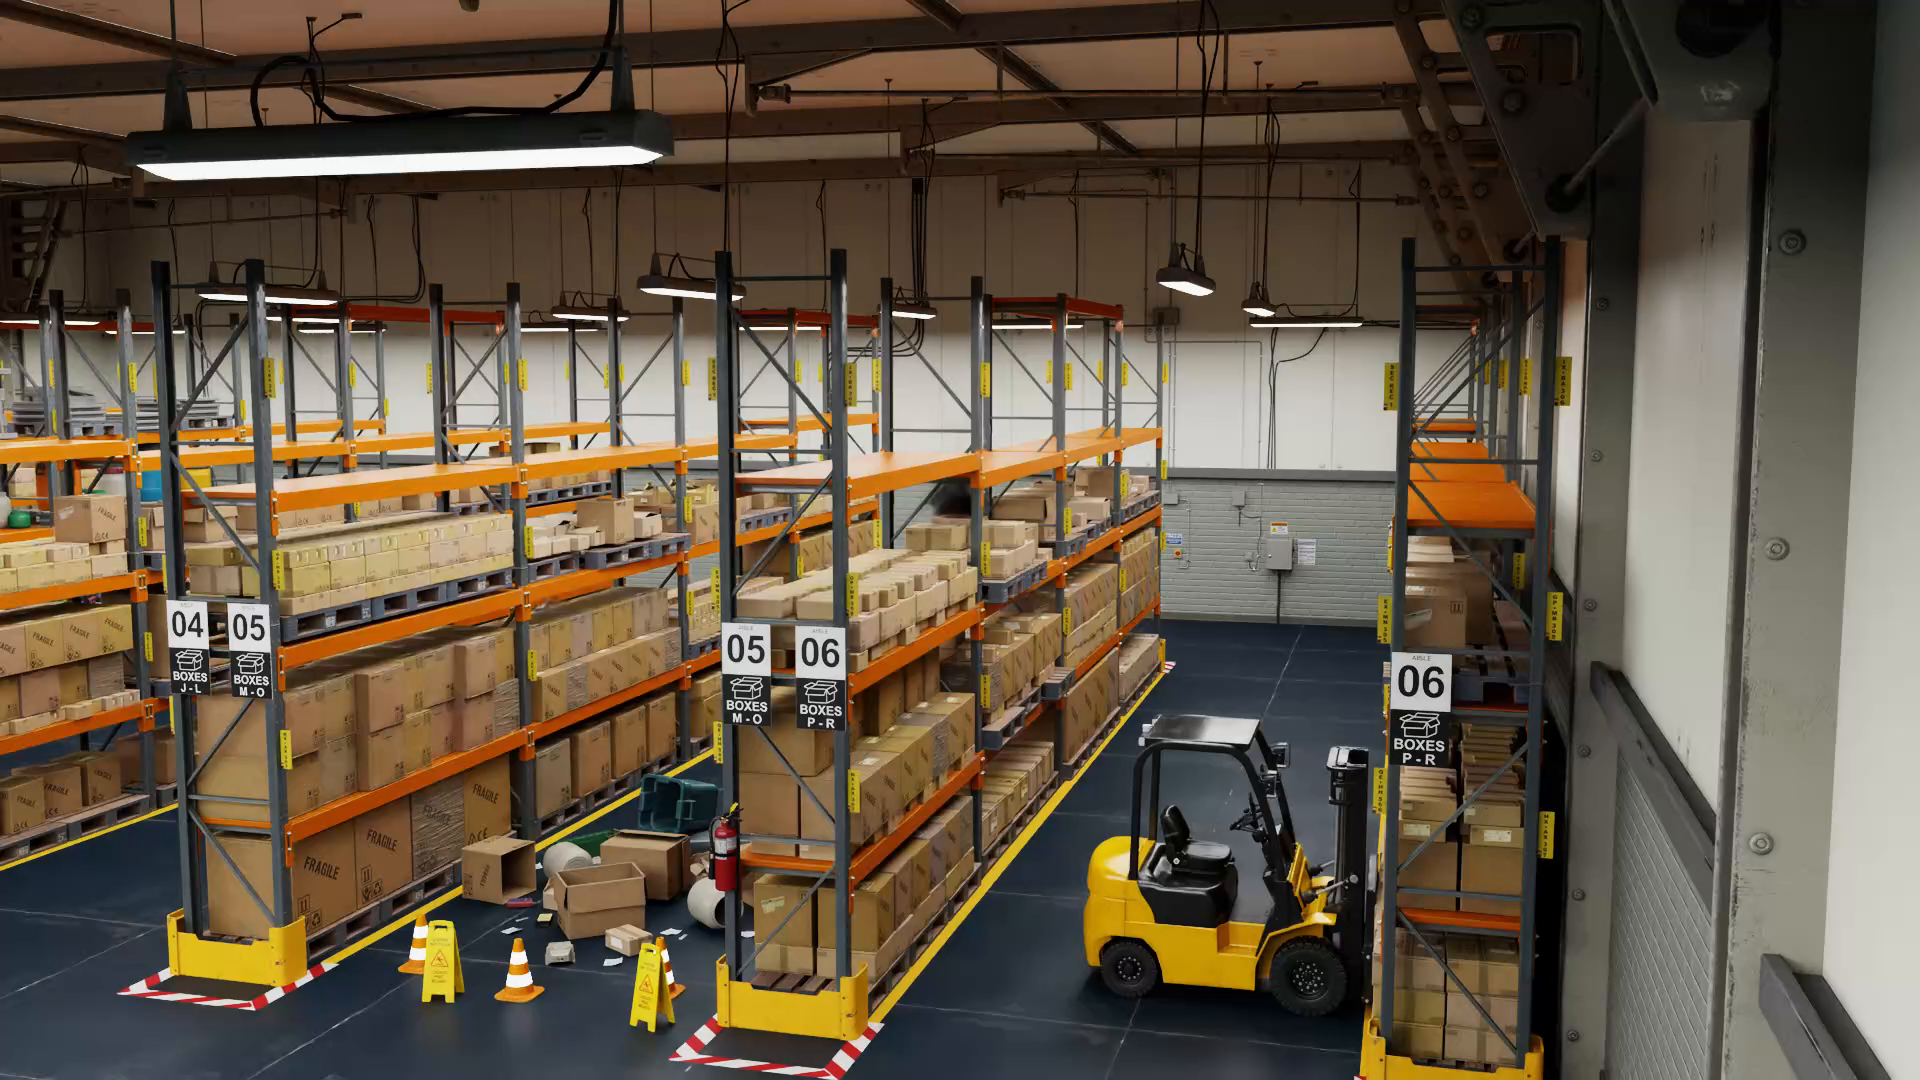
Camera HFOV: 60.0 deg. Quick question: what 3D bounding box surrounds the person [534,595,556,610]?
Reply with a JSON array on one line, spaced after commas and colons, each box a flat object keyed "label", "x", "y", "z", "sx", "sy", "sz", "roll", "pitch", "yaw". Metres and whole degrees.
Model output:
[{"label": "person", "x": -6.274, "y": 1.605, "z": 25.271, "sx": 0.641, "sy": 1.792, "sz": 0.709, "roll": 1, "pitch": 6, "yaw": 5}]

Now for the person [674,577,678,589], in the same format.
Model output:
[{"label": "person", "x": -4.491, "y": 1.458, "z": 26.825, "sx": 0.735, "sy": 1.757, "sz": 0.691, "roll": 2, "pitch": 6, "yaw": 15}]
